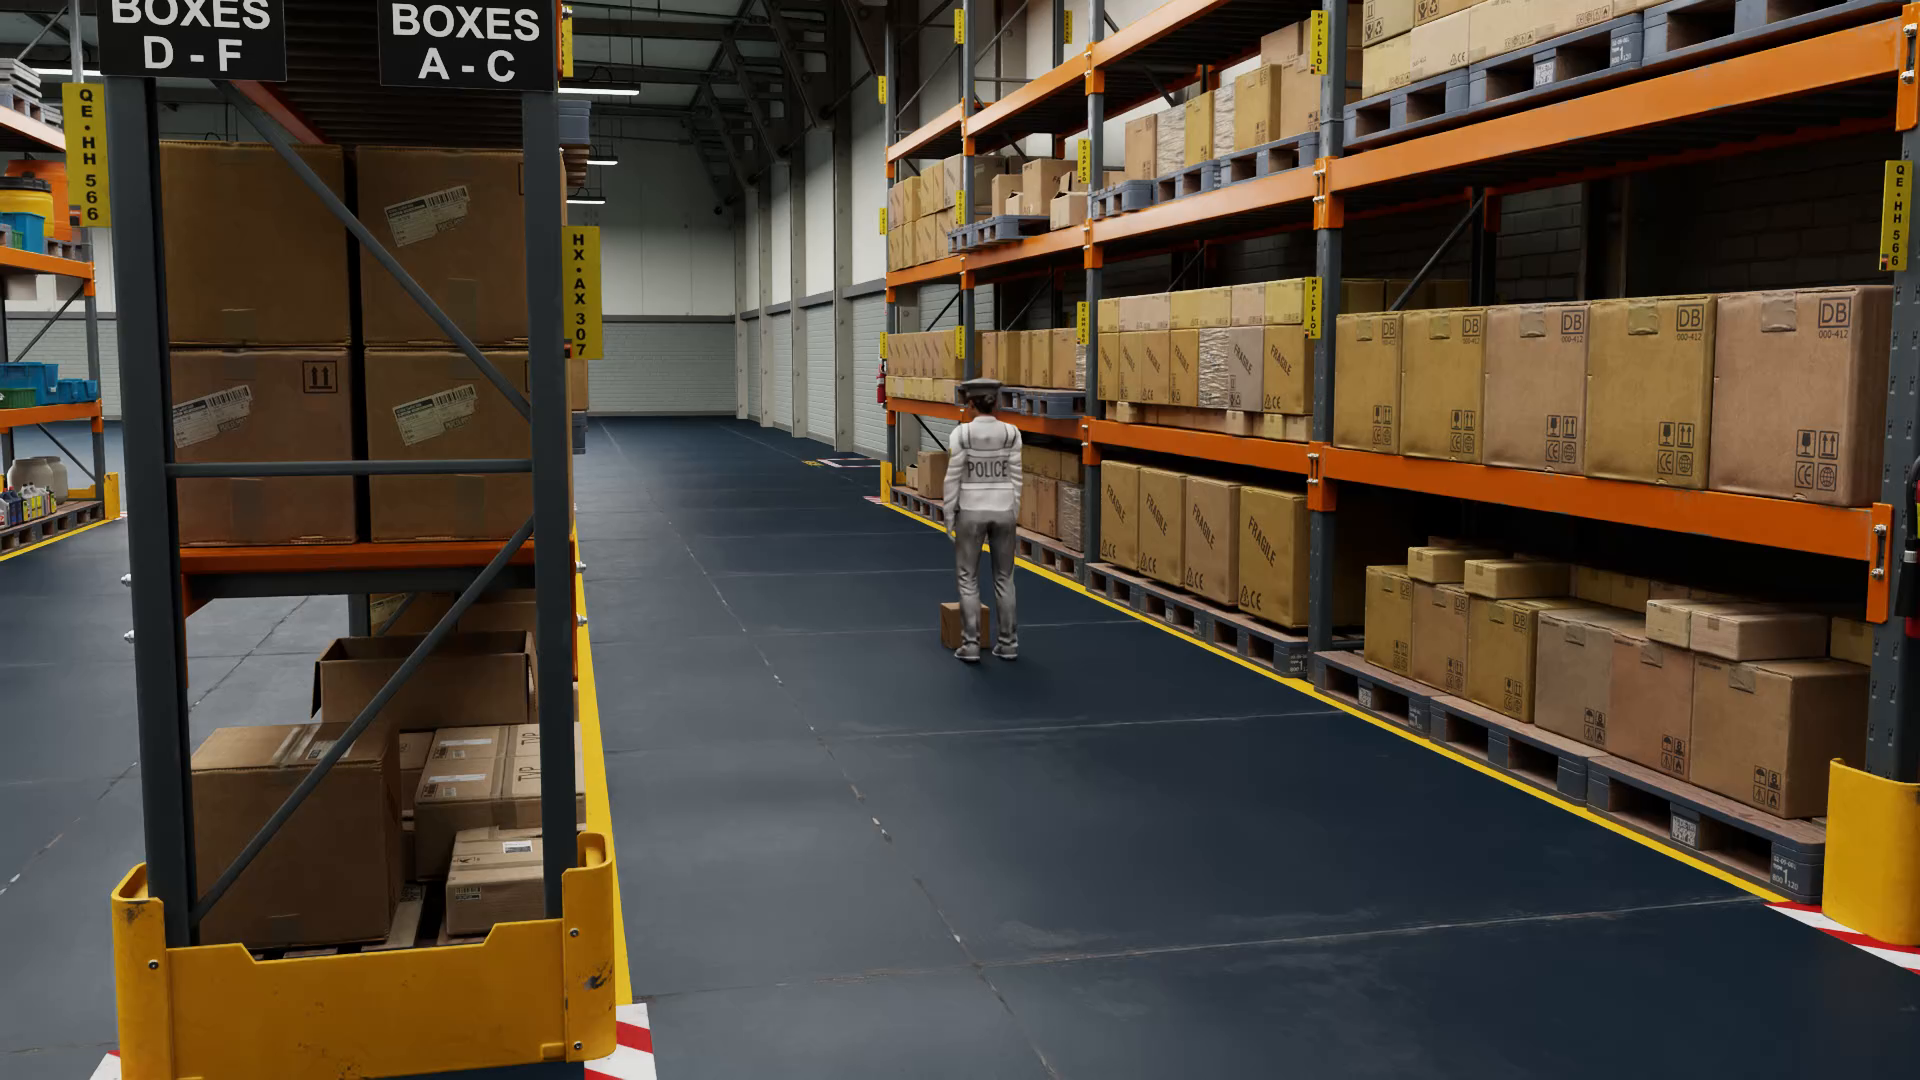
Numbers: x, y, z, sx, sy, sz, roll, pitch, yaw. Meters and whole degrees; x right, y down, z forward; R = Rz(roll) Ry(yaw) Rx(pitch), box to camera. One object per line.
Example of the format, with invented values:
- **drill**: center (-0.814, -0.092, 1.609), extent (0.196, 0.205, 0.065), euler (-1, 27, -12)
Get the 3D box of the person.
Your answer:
- **person**: center (0.131, -0.117, 9.789), extent (0.471, 1.661, 0.327), euler (-1, 6, -13)
